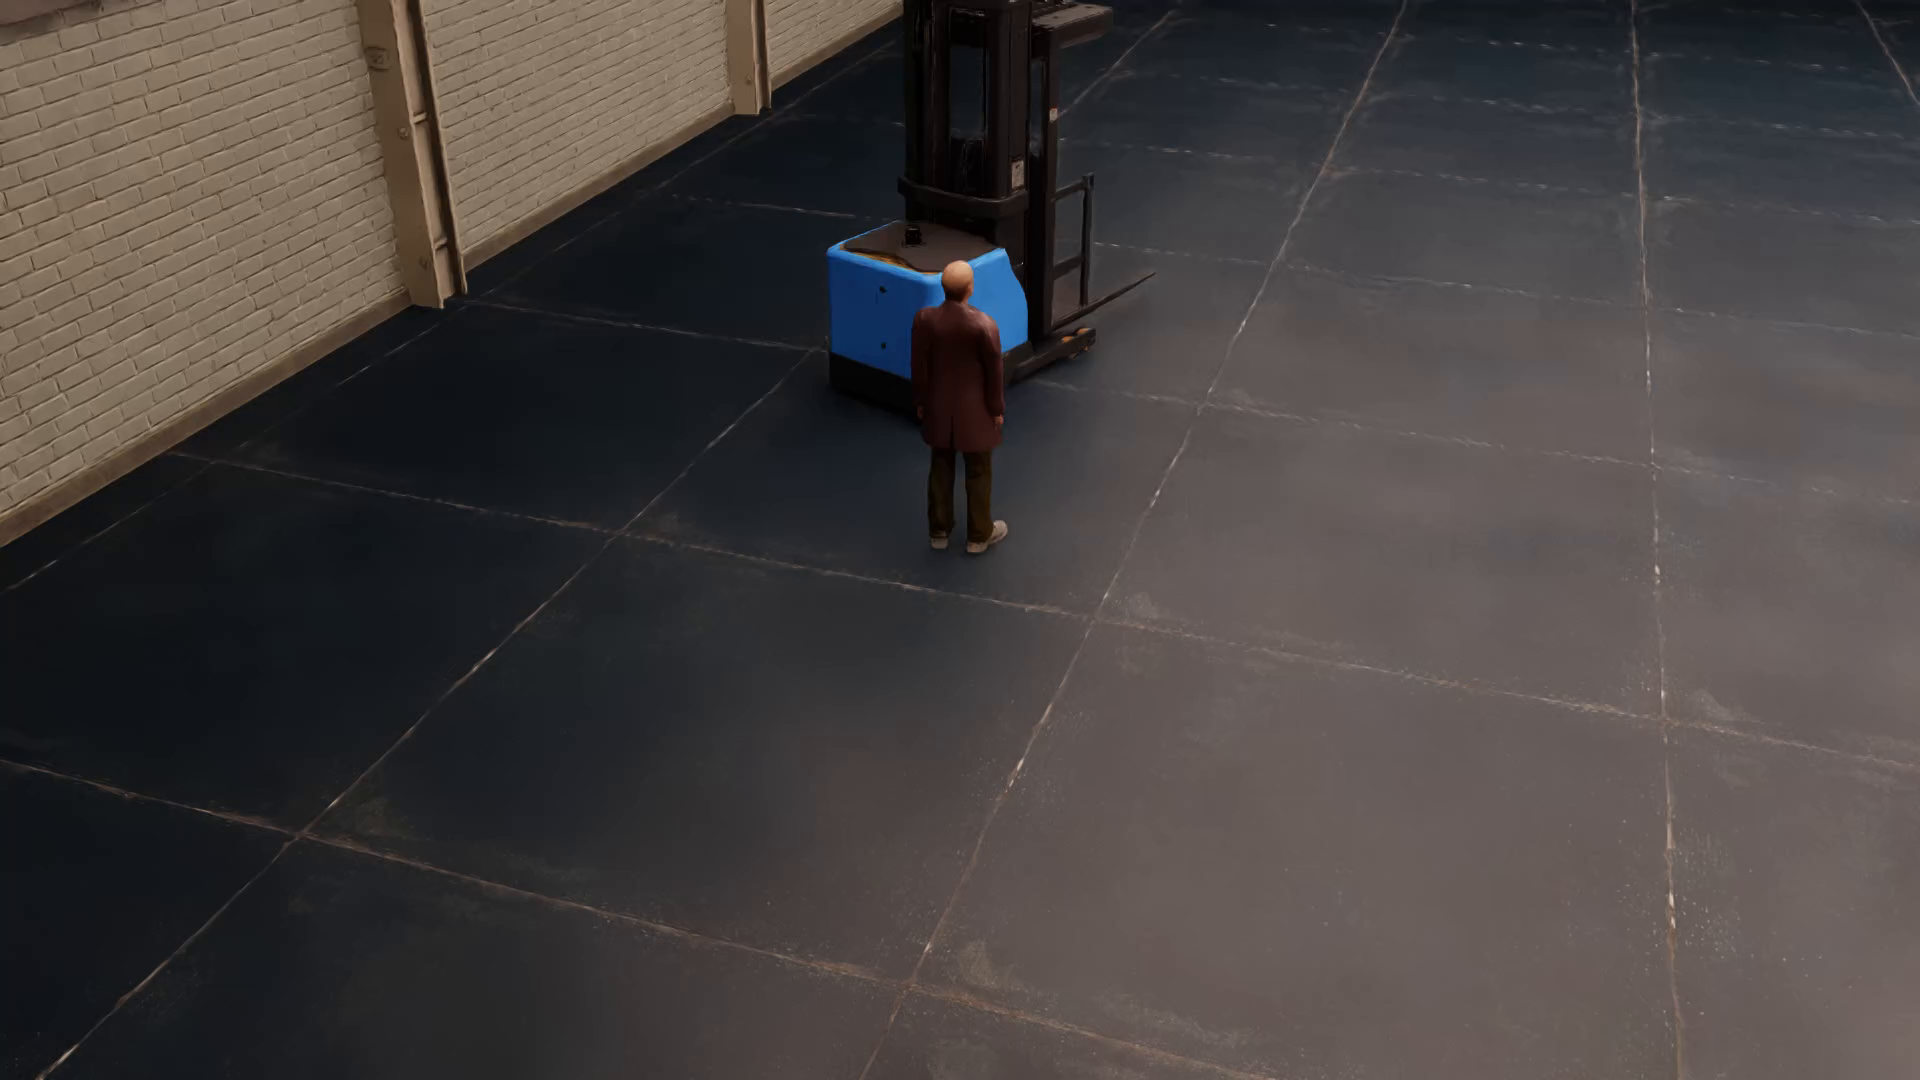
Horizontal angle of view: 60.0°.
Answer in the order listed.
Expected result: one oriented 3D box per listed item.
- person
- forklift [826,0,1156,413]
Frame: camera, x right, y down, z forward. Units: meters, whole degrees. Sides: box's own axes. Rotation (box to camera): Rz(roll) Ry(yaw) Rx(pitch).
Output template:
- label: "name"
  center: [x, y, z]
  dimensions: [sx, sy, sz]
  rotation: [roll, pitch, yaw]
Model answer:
- label: "person"
  center: [0.011, -0.787, 9.676]
  dimensions: [0.550, 1.783, 0.377]
  rotation: [10, 31, 16]
- label: "forklift"
  center: [0.376, -2.780, 12.013]
  dimensions: [1.130, 2.935, 3.031]
  rotation: [22, 36, 33]
